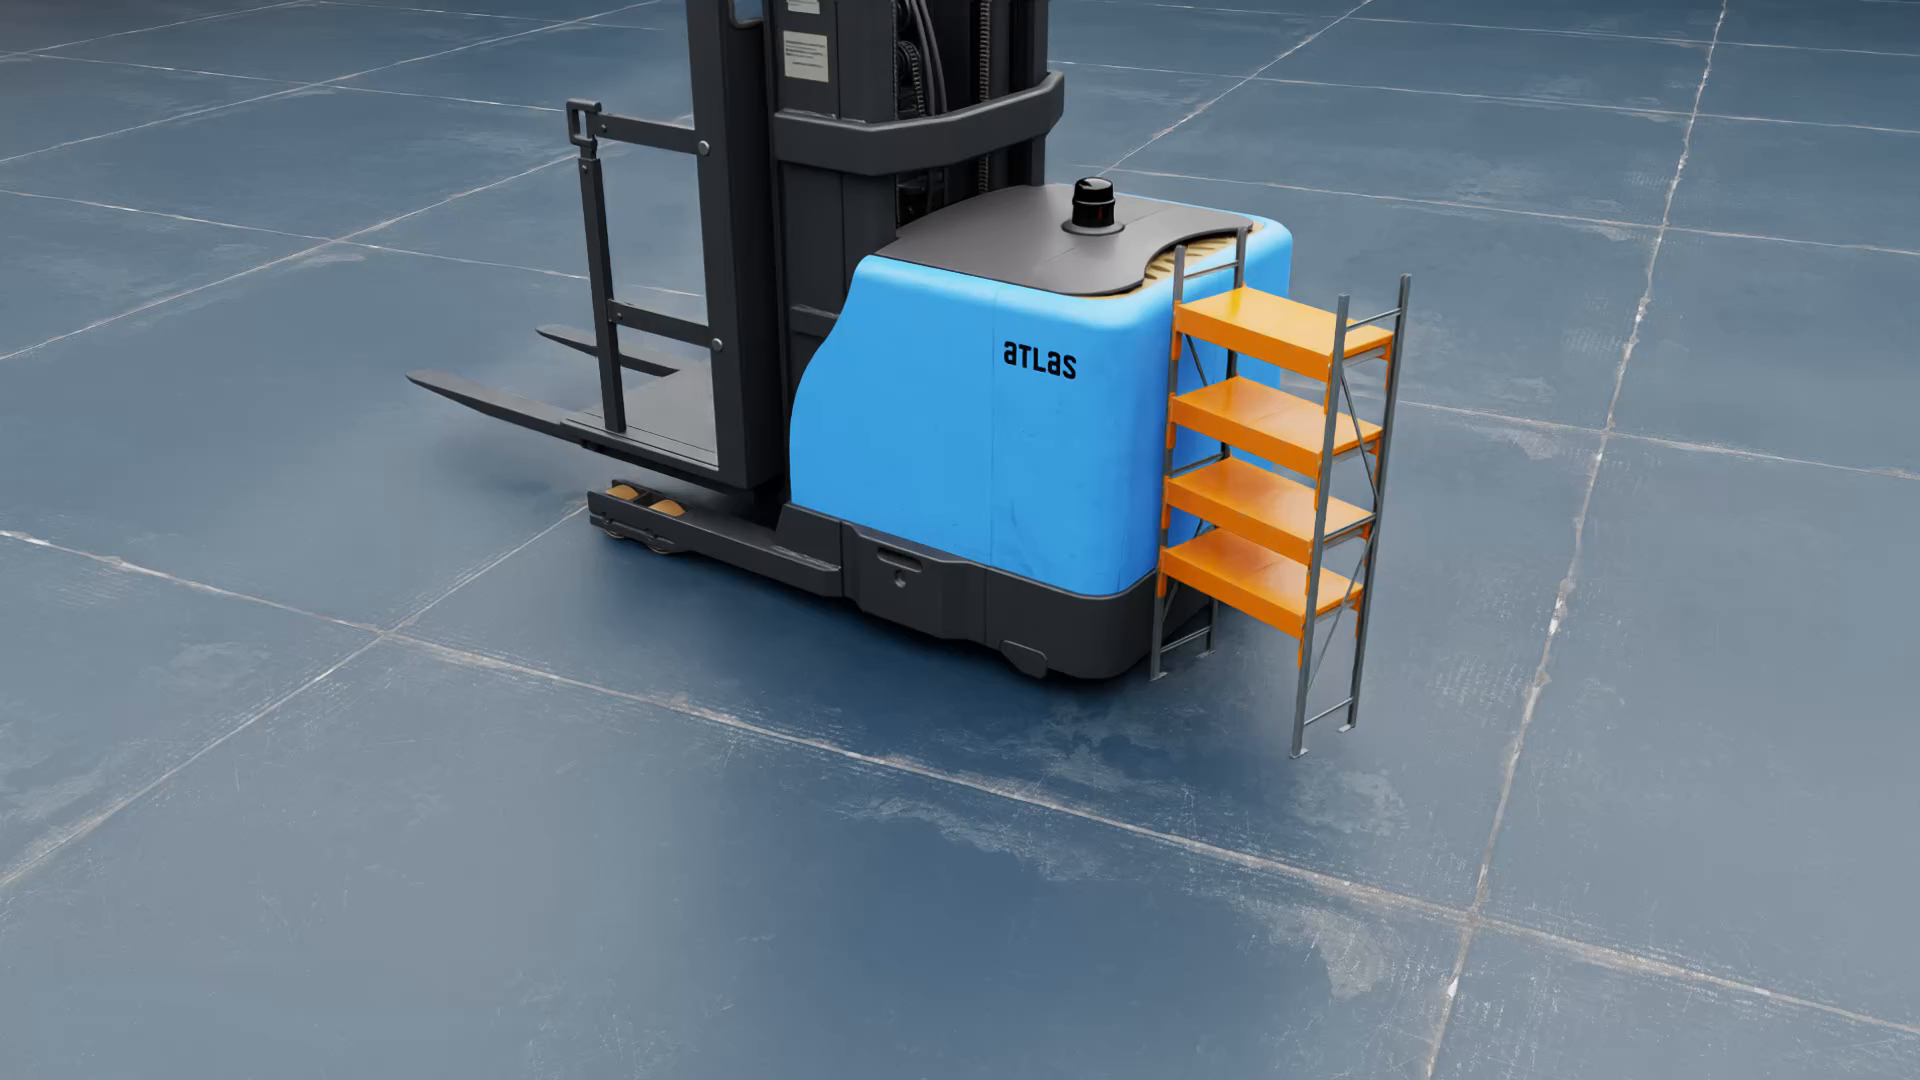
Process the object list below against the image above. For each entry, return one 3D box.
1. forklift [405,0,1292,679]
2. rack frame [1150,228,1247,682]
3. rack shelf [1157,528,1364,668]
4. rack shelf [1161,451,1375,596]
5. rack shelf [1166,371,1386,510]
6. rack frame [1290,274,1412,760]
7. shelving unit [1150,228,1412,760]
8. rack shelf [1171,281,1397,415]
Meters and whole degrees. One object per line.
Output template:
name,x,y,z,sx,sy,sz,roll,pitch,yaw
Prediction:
forklift,-0.558,-1.442,4.860,3.031,2.935,1.130,17,31,31
rack frame,0.609,-0.193,4.283,0.240,1.200,0.015,-20,33,-35
rack shelf,0.765,0.129,4.232,0.258,0.148,0.480,-20,33,-35
rack shelf,0.765,-0.050,4.145,0.258,0.148,0.480,-20,33,-35
rack shelf,0.765,-0.250,4.046,0.258,0.148,0.480,-20,33,-35
rack frame,0.921,-0.027,3.946,0.240,1.200,0.015,-20,33,-35
shelving unit,0.765,-0.110,4.115,0.258,1.200,0.503,-20,33,-35
rack shelf,0.765,-0.462,3.941,0.258,0.148,0.480,-20,33,-35
